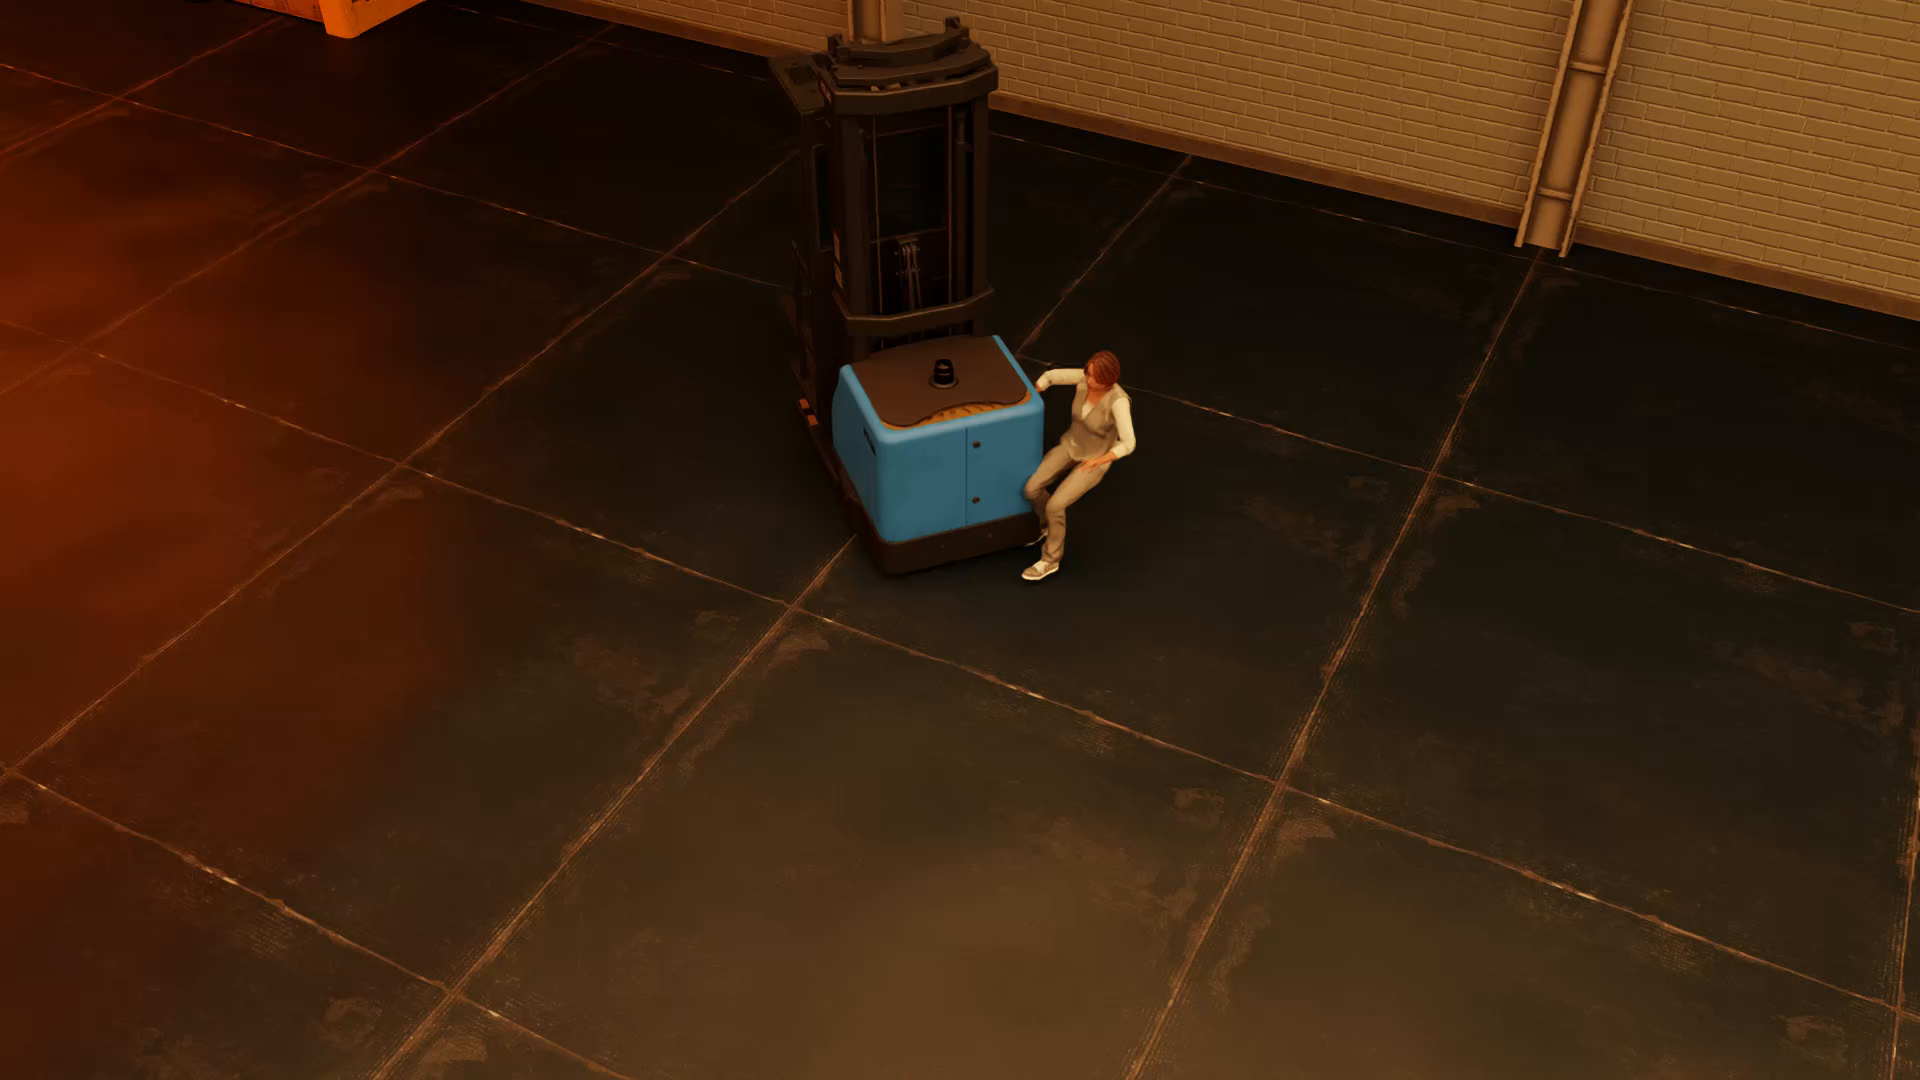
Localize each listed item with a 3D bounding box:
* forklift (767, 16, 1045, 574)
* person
[{"bbox_3d":[-0.474,-1.873,10.211,1.130,2.935,3.031,-13,42,-15],"label":"forklift"},{"bbox_3d":[0.612,-0.455,9.736,0.832,1.366,0.755,28,47,29],"label":"person"}]
